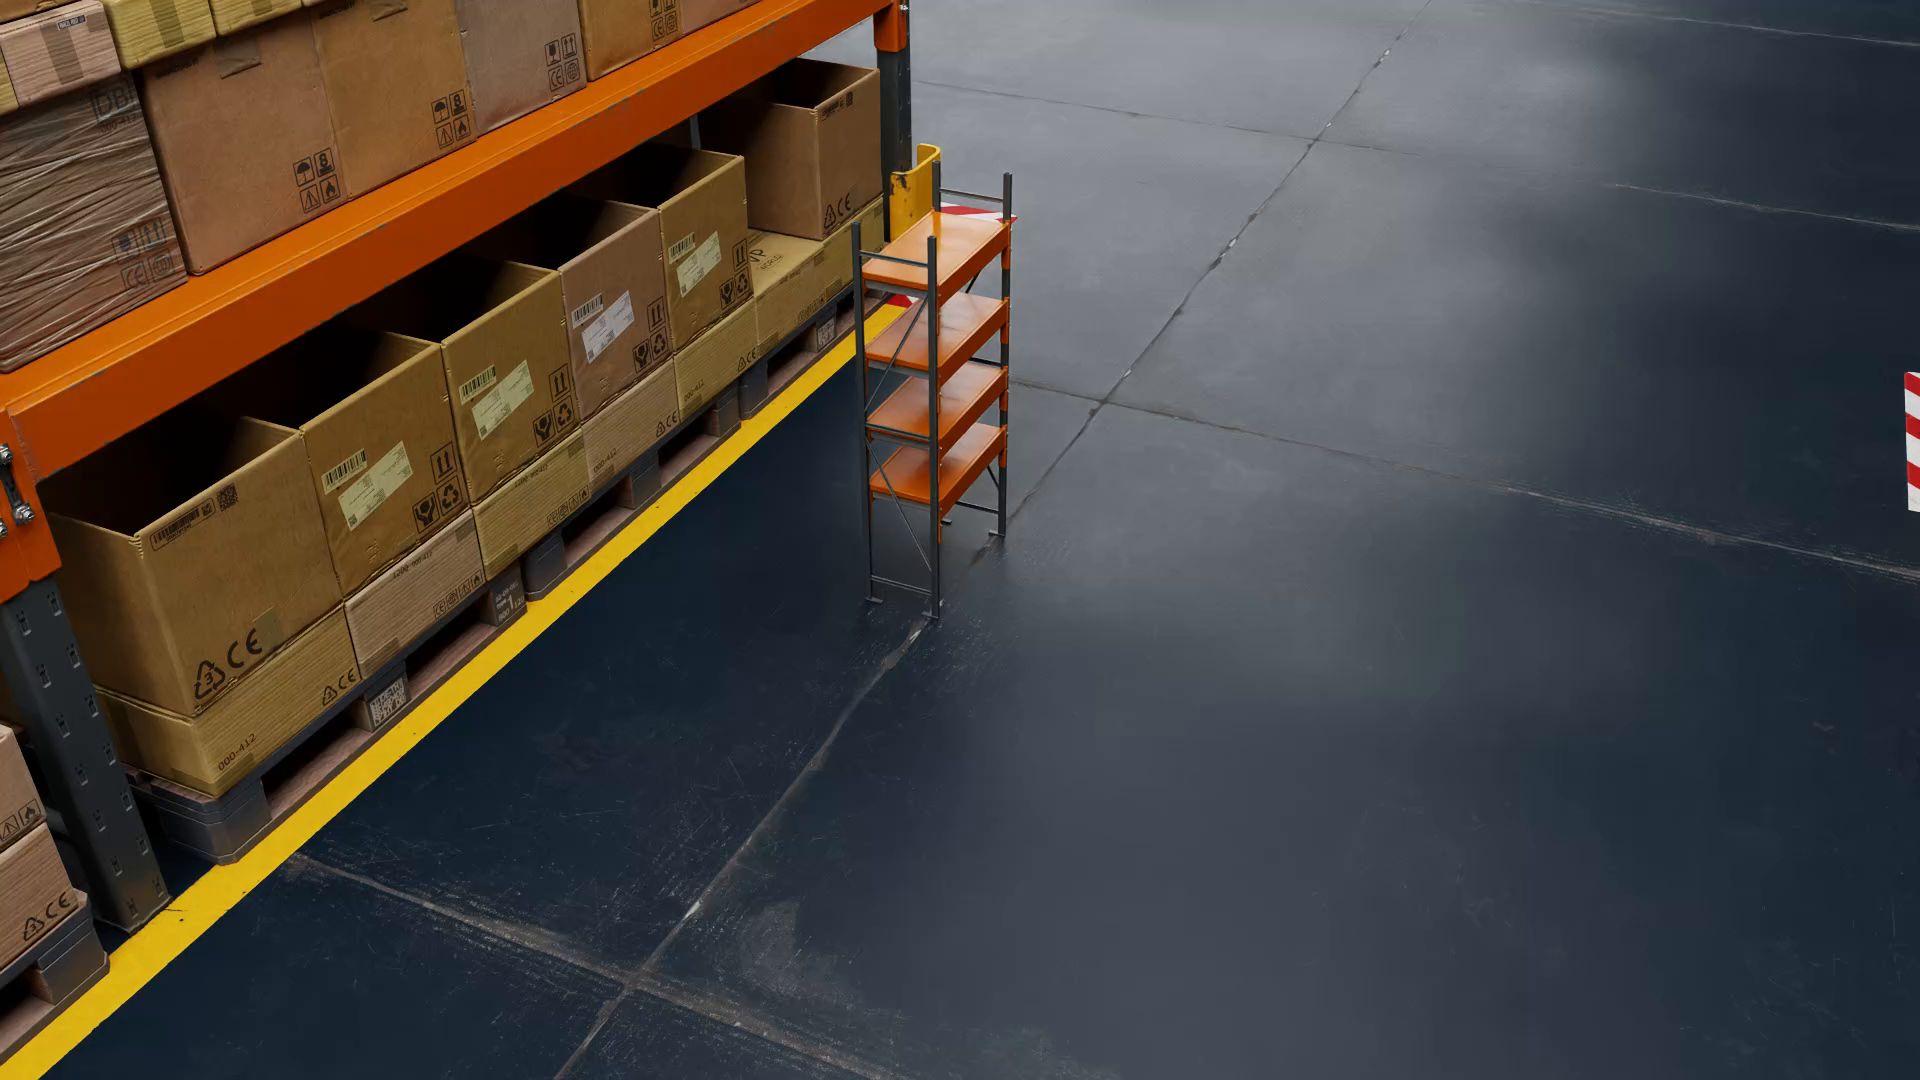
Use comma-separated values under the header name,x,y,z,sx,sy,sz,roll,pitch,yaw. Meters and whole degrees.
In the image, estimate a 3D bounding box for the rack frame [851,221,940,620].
name,x,y,z,sx,sy,sz,roll,pitch,yaw
rack frame,-0.171,-0.298,4.610,0.240,1.200,0.015,14,36,20

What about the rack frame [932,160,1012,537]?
name,x,y,z,sx,sy,sz,roll,pitch,yaw
rack frame,0.033,-0.541,4.981,0.240,1.200,0.015,14,36,20

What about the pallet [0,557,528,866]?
name,x,y,z,sx,sy,sz,roll,pitch,yaw
pallet,-1.974,0.298,4.603,1.003,0.211,1.213,14,36,20

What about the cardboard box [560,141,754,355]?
name,x,y,z,sx,sy,sz,roll,pitch,yaw
cardboard box,-1.031,-0.976,5.444,0.500,0.500,0.500,14,36,20

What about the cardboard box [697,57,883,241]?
name,x,y,z,sx,sy,sz,roll,pitch,yaw
cardboard box,-0.626,-1.478,6.209,0.500,0.500,0.500,14,36,20

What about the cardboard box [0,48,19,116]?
name,x,y,z,sx,sy,sz,roll,pitch,yaw
cardboard box,-2.057,-0.884,3.180,0.380,0.149,0.250,14,36,20

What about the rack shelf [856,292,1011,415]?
name,x,y,z,sx,sy,sz,roll,pitch,yaw
rack shelf,-0.069,-0.550,4.710,0.258,0.148,0.480,14,36,20

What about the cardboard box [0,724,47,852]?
name,x,y,z,sx,sy,sz,roll,pitch,yaw
cardboard box,-2.254,0.526,3.326,0.500,0.311,0.500,14,36,20

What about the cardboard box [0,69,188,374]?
name,x,y,z,sx,sy,sz,roll,pitch,yaw
cardboard box,-2.165,-0.746,3.561,0.700,0.500,0.500,13,36,19

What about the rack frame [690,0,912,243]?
name,x,y,z,sx,sy,sz,roll,pitch,yaw
rack frame,-0.672,-2.474,6.287,1.000,3.000,0.127,14,36,20

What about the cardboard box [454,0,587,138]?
name,x,y,z,sx,sy,sz,roll,pitch,yaw
cardboard box,-1.524,-1.514,4.733,0.700,0.500,0.500,15,36,22

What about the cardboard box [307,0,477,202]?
name,x,y,z,sx,sy,sz,roll,pitch,yaw
cardboard box,-1.737,-1.259,4.343,0.700,0.500,0.500,15,36,21

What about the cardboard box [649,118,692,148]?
name,x,y,z,sx,sy,sz,roll,pitch,yaw
cardboard box,-1.306,-1.348,6.010,0.500,0.500,0.500,14,36,20

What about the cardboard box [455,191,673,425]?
name,x,y,z,sx,sy,sz,roll,pitch,yaw
cardboard box,-1.241,-0.728,5.065,0.500,0.500,0.500,14,36,20

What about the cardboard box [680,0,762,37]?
name,x,y,z,sx,sy,sz,roll,pitch,yaw
cardboard box,-1.094,-2.023,5.509,0.700,0.500,0.500,15,36,22

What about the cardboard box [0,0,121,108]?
name,x,y,z,sx,sy,sz,roll,pitch,yaw
cardboard box,-1.952,-1.009,3.371,0.380,0.149,0.250,15,36,21

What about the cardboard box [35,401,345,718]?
name,x,y,z,sx,sy,sz,roll,pitch,yaw
cardboard box,-1.867,0.020,3.925,0.500,0.500,0.500,14,36,20

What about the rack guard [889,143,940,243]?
name,x,y,z,sx,sy,sz,roll,pitch,yaw
rack guard,-0.662,-1.440,6.991,1.175,0.500,0.348,14,36,20

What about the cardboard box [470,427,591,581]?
name,x,y,z,sx,sy,sz,roll,pitch,yaw
cardboard box,-1.448,-0.164,4.890,0.500,0.250,0.500,14,36,20

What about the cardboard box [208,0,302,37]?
name,x,y,z,sx,sy,sz,roll,pitch,yaw
cardboard box,-1.737,-1.269,3.767,0.380,0.149,0.250,14,36,20

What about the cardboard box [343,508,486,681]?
name,x,y,z,sx,sy,sz,roll,pitch,yaw
cardboard box,-1.662,0.083,4.512,0.500,0.250,0.500,14,36,20

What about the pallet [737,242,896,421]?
name,x,y,z,sx,sy,sz,roll,pitch,yaw
pallet,-0.954,-0.917,6.456,1.003,0.211,1.213,14,36,20

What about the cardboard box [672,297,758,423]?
name,x,y,z,sx,sy,sz,roll,pitch,yaw
cardboard box,-1.034,-0.663,5.651,0.500,0.250,0.500,14,36,20

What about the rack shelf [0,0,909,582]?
name,x,y,z,sx,sy,sz,roll,pitch,yaw
rack shelf,-1.509,-1.177,4.965,1.077,0.370,4.000,14,36,20

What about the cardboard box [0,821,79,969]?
name,x,y,z,sx,sy,sz,roll,pitch,yaw
cardboard box,-2.255,0.766,3.471,0.500,0.250,0.500,14,36,20

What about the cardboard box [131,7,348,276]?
name,x,y,z,sx,sy,sz,roll,pitch,yaw
cardboard box,-1.951,-1.010,3.964,0.700,0.500,0.500,14,36,20

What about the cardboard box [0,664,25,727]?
name,x,y,z,sx,sy,sz,roll,pitch,yaw
cardboard box,-2.350,0.212,4.316,0.500,0.250,0.500,14,36,20

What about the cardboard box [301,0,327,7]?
name,x,y,z,sx,sy,sz,roll,pitch,yaw
cardboard box,-1.631,-1.393,3.956,0.380,0.149,0.250,13,35,19

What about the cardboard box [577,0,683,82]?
name,x,y,z,sx,sy,sz,roll,pitch,yaw
cardboard box,-1.307,-1.777,5.134,0.700,0.500,0.500,14,36,21

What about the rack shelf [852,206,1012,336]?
name,x,y,z,sx,sy,sz,roll,pitch,yaw
rack shelf,-0.069,-0.748,4.580,0.258,0.148,0.480,14,36,20

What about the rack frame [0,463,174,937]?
name,x,y,z,sx,sy,sz,roll,pitch,yaw
rack frame,-2.345,-0.482,3.249,1.000,3.000,0.127,14,36,20

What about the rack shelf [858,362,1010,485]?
name,x,y,z,sx,sy,sz,roll,pitch,yaw
rack shelf,-0.069,-0.363,4.832,0.258,0.148,0.480,14,36,20

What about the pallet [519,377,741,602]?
name,x,y,z,sx,sy,sz,roll,pitch,yaw
pallet,-1.465,-0.312,5.533,1.003,0.211,1.213,14,36,20

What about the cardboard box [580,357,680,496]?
name,x,y,z,sx,sy,sz,roll,pitch,yaw
cardboard box,-1.244,-0.415,5.272,0.500,0.250,0.500,14,36,20

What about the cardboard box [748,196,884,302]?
name,x,y,z,sx,sy,sz,roll,pitch,yaw
cardboard box,-0.628,-1.165,6.415,0.500,0.250,0.500,14,36,20

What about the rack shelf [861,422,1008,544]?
name,x,y,z,sx,sy,sz,roll,pitch,yaw
rack shelf,-0.069,-0.197,4.941,0.258,0.148,0.480,14,36,20

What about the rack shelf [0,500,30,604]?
name,x,y,z,sx,sy,sz,roll,pitch,yaw
rack shelf,-3.182,0.815,1.927,1.077,0.370,4.000,14,36,20

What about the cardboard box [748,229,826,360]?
name,x,y,z,sx,sy,sz,roll,pitch,yaw
cardboard box,-0.826,-0.913,6.031,0.500,0.250,0.500,14,36,20

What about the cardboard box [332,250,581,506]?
name,x,y,z,sx,sy,sz,roll,pitch,yaw
cardboard box,-1.449,-0.478,4.684,0.500,0.500,0.500,14,36,20

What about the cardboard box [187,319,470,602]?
name,x,y,z,sx,sy,sz,roll,pitch,yaw
cardboard box,-1.665,-0.231,4.307,0.500,0.500,0.500,14,36,20

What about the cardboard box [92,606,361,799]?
name,x,y,z,sx,sy,sz,roll,pitch,yaw
cardboard box,-1.876,0.331,4.134,0.500,0.250,0.500,14,36,20

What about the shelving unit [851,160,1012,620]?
name,x,y,z,sx,sy,sz,roll,pitch,yaw
shelving unit,-0.069,-0.419,4.795,0.258,1.200,0.503,14,36,20

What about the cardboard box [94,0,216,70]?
name,x,y,z,sx,sy,sz,roll,pitch,yaw
cardboard box,-1.846,-1.138,3.567,0.380,0.149,0.250,13,36,19

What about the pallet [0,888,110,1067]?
name,x,y,z,sx,sy,sz,roll,pitch,yaw
pallet,-2.618,1.060,3.440,1.003,0.211,1.213,14,36,20
